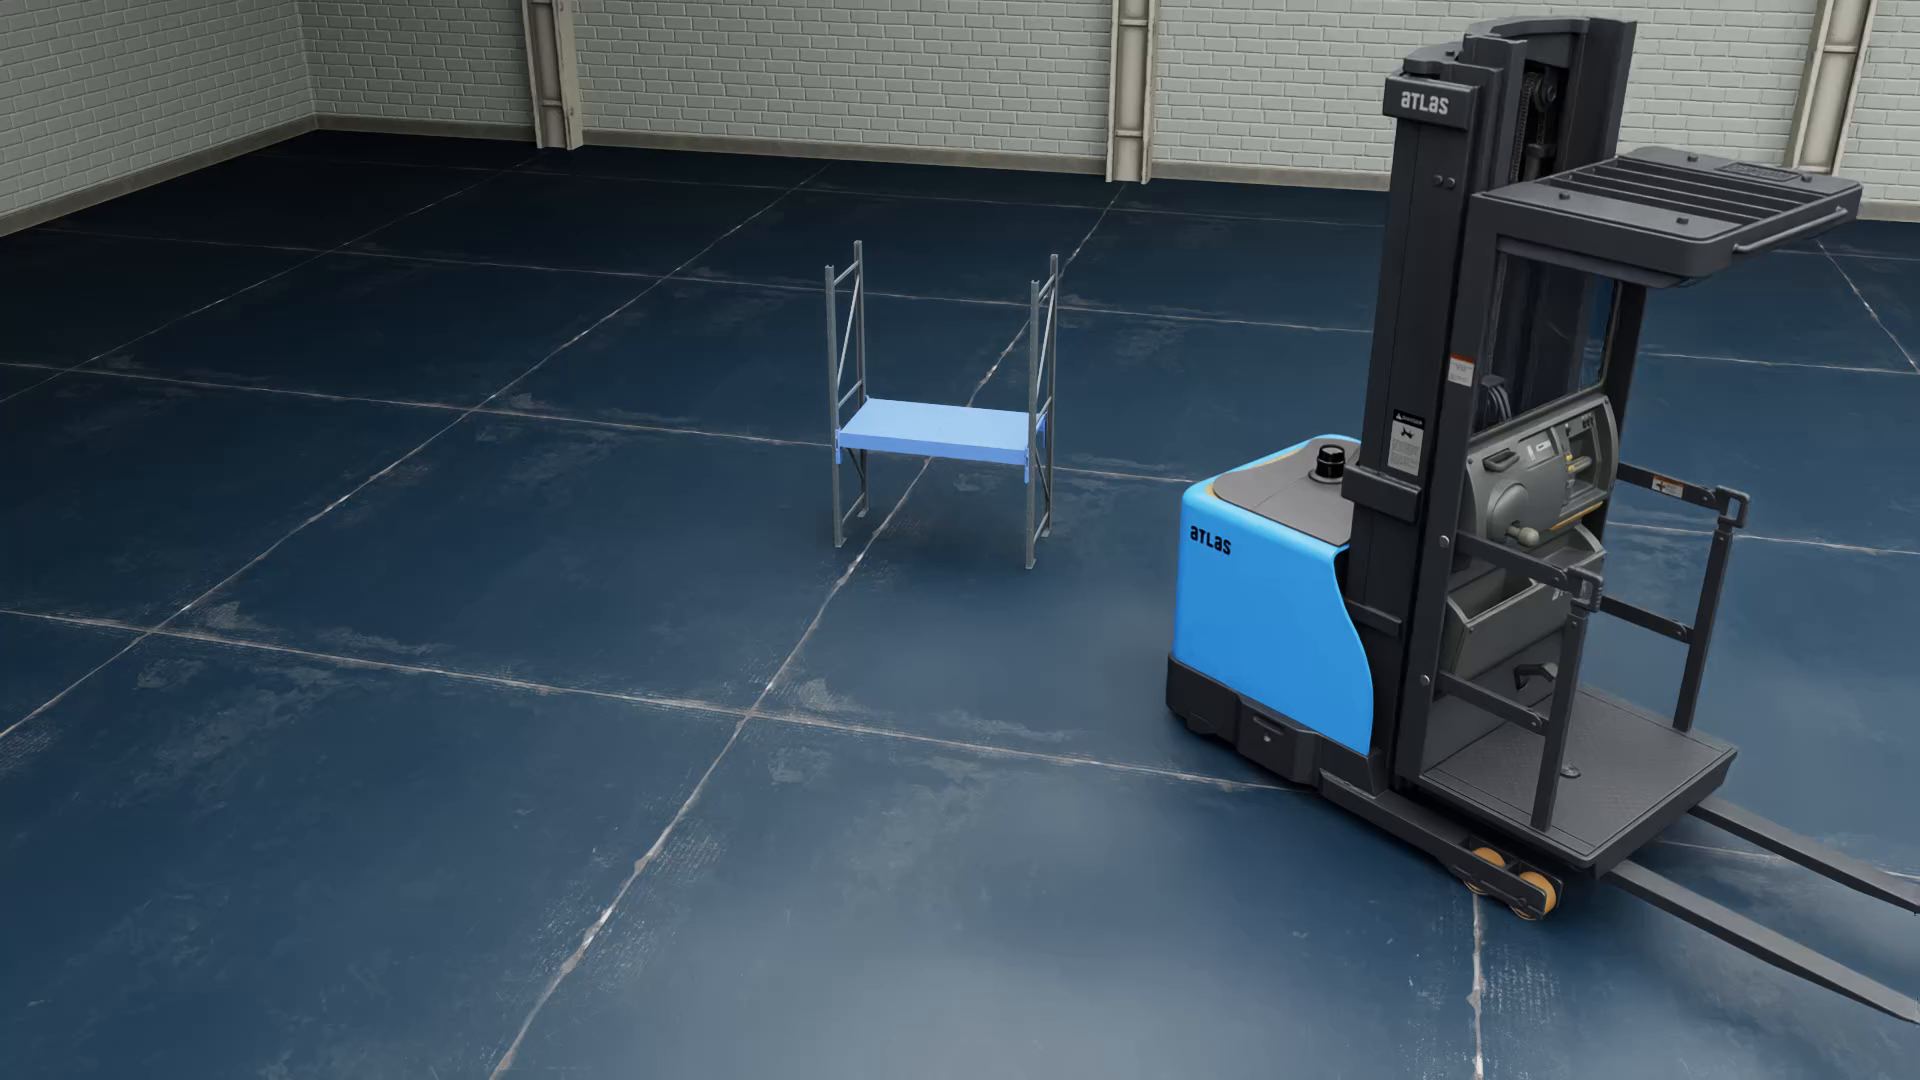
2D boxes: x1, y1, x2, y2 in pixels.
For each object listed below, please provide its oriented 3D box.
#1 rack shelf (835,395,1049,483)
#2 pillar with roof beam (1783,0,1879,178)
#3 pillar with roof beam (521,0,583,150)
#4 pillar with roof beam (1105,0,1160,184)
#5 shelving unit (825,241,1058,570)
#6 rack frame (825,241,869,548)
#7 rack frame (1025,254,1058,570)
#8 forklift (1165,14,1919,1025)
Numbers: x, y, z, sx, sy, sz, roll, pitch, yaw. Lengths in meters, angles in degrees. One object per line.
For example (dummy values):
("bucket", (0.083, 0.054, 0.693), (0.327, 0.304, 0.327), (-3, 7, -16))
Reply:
("rack shelf", (-0.083, -0.524, 8.524), (1.000, 0.185, 0.538), (6, 26, 13))
("pillar with roof beam", (6.367, -5.115, 9.026), (0.400, 9.000, 9.100), (6, 26, 13))
("pillar with roof beam", (-5.255, -6.400, 11.724), (0.400, 9.000, 9.100), (6, 26, 13))
("pillar with roof beam", (0.556, -5.758, 10.375), (0.400, 9.000, 9.100), (6, 26, 13))
("shelving unit", (-0.083, -0.686, 8.447), (1.048, 1.500, 0.538), (6, 26, 13))
("rack frame", (-0.575, -0.741, 8.561), (0.032, 1.500, 0.500), (6, 26, 13))
("rack frame", (0.410, -0.632, 8.332), (0.032, 1.500, 0.500), (6, 26, 13))
("forklift", (2.223, -0.219, 5.801), (1.130, 2.935, 3.031), (-20, 32, -36))
